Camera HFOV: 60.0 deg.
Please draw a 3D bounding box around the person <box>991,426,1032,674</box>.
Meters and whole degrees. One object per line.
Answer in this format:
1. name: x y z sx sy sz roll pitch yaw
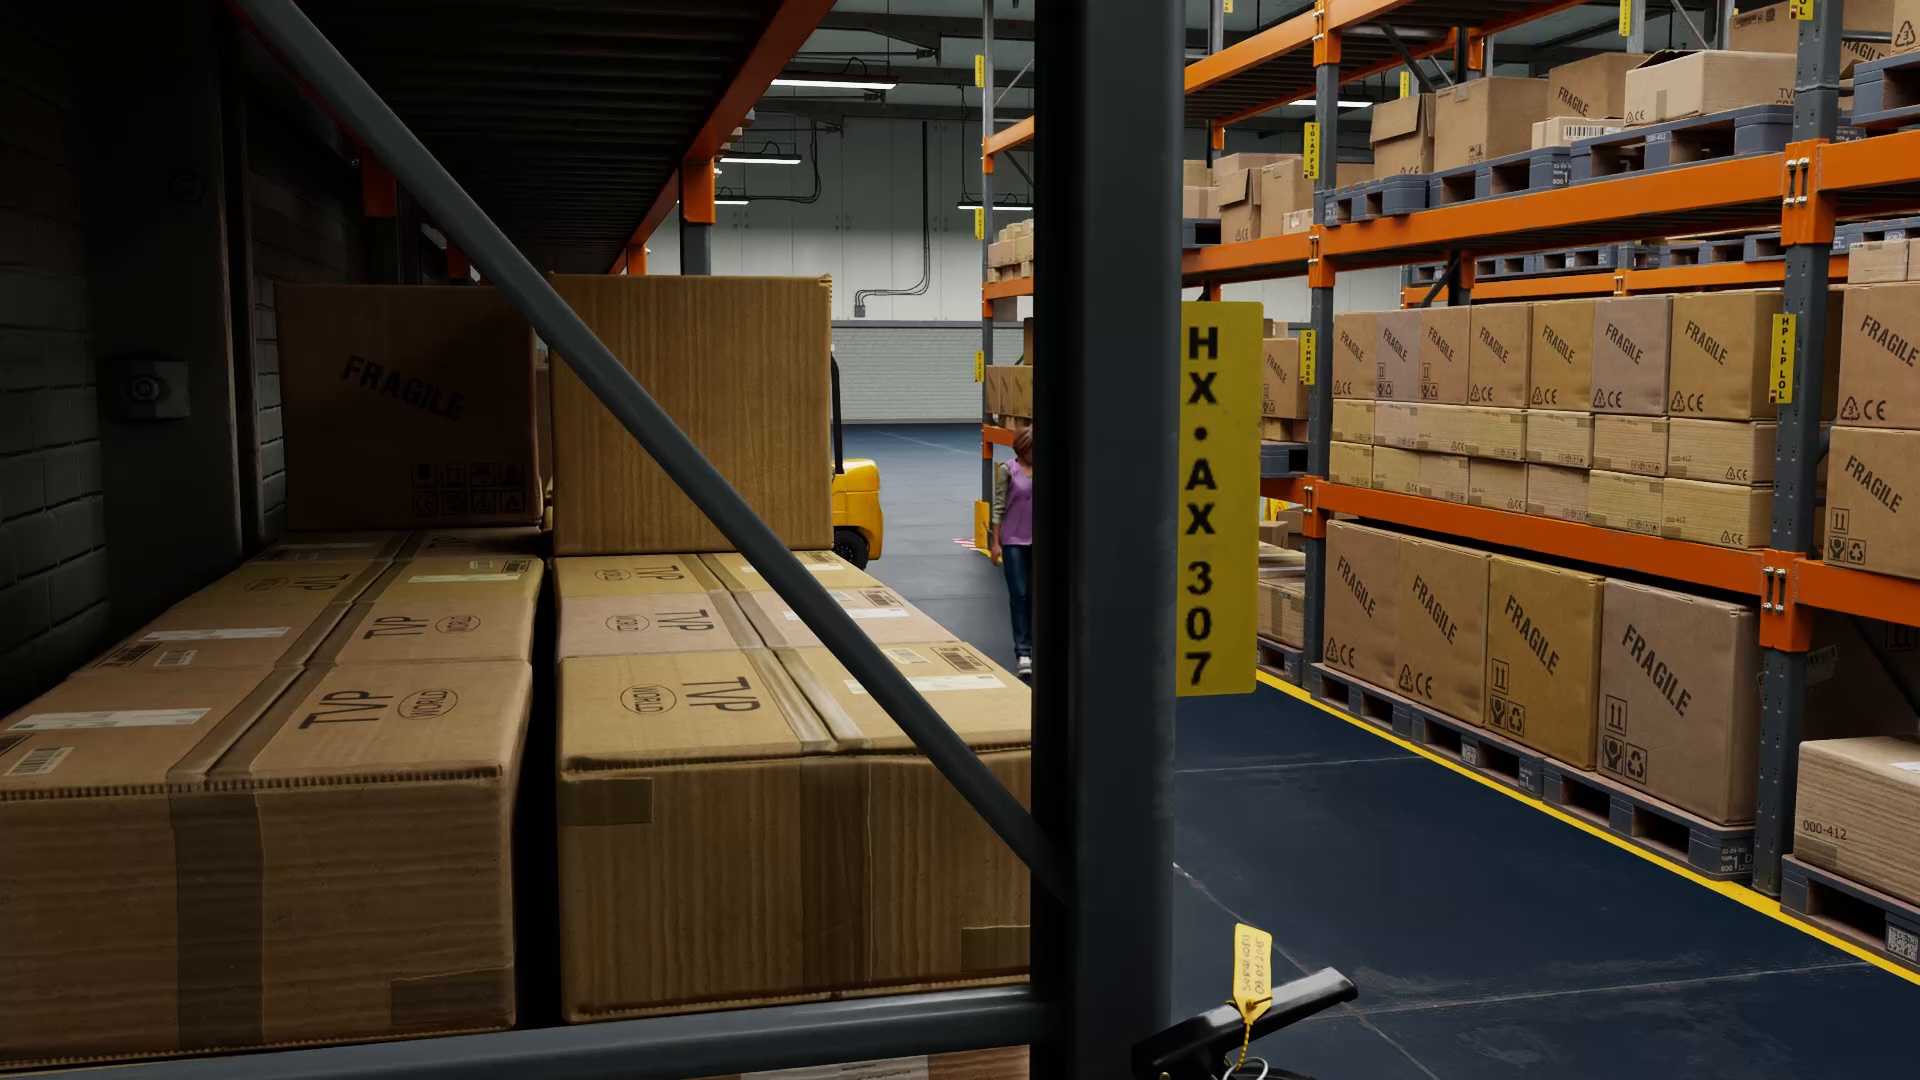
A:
1. person: 0.468 0.060 10.789 0.455 1.560 0.681 -3 7 -22
